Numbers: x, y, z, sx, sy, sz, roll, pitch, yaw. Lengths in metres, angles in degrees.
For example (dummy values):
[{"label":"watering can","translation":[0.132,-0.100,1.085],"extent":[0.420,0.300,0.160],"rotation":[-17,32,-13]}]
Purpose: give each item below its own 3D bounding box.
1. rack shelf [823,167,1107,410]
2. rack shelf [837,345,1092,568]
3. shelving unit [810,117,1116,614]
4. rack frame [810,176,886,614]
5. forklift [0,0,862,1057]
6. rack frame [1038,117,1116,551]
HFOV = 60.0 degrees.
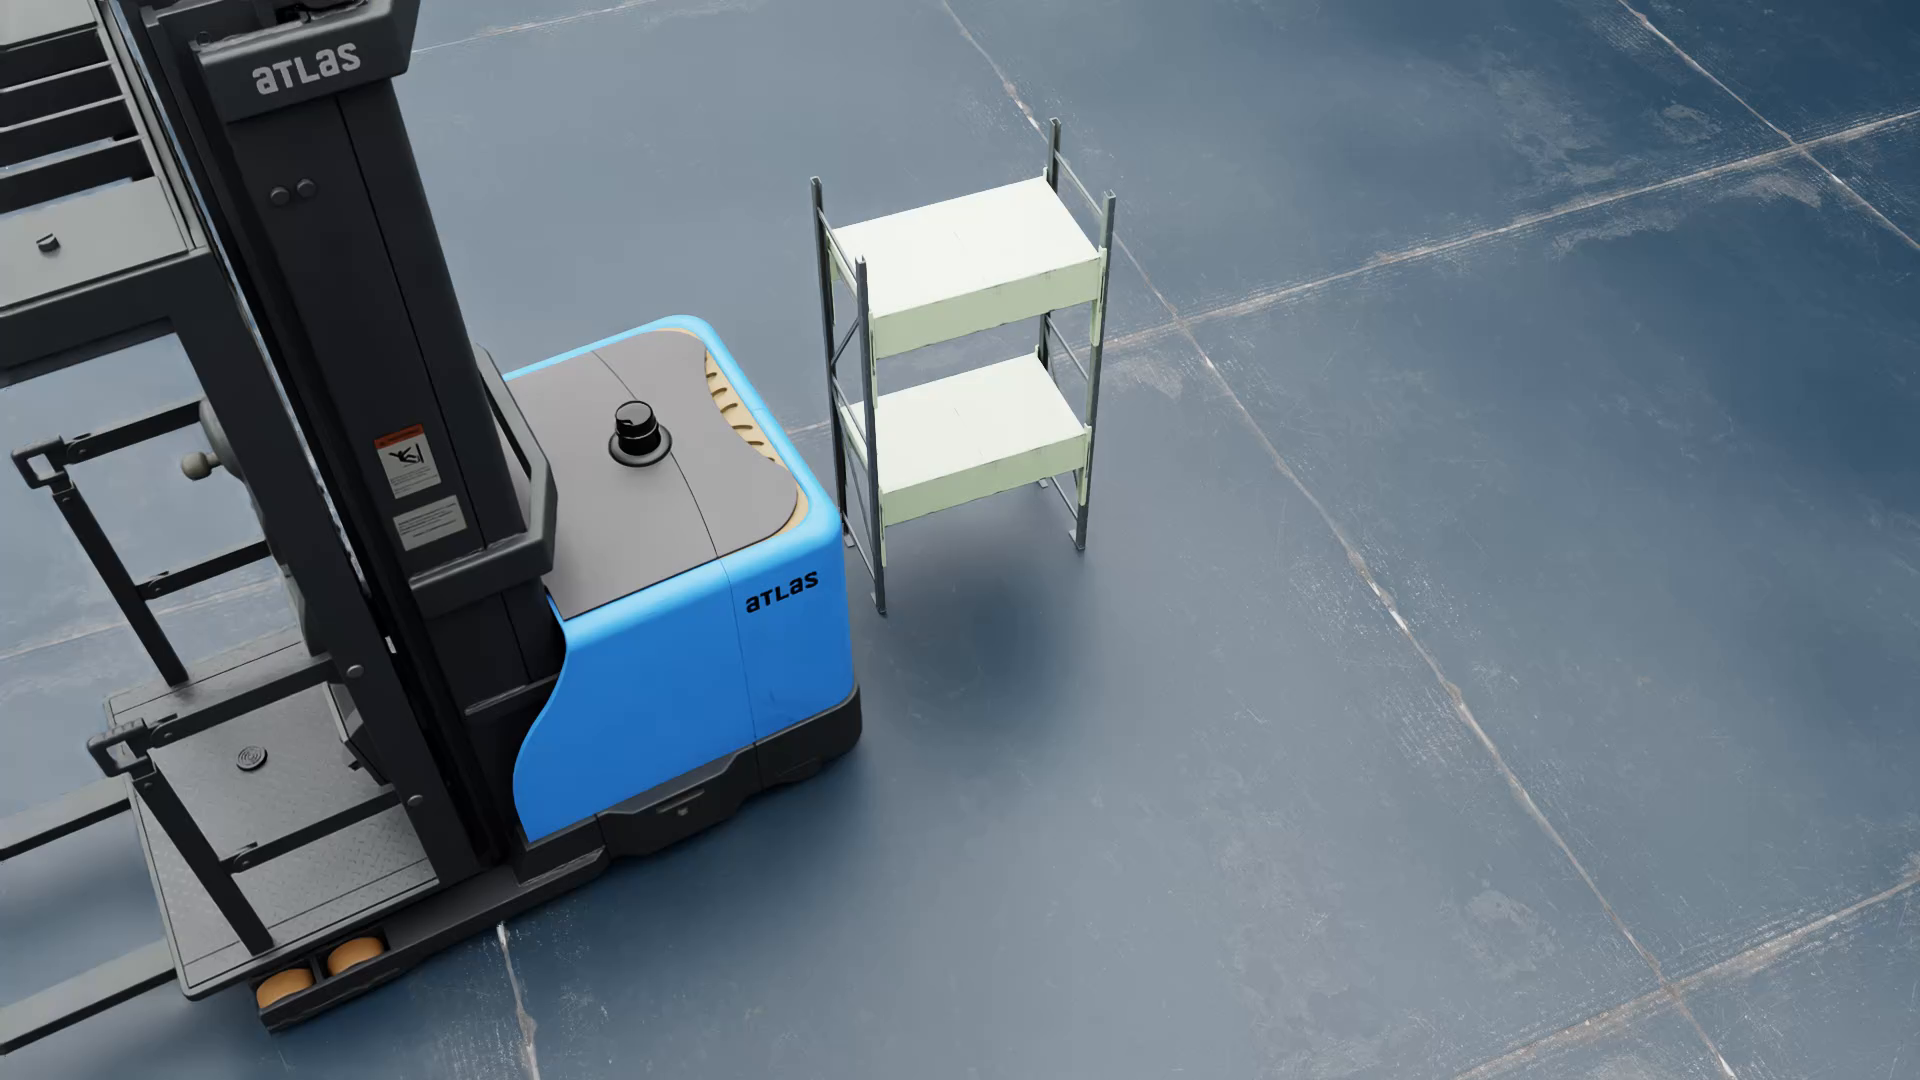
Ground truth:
[{"label":"rack shelf","translation":[0.006,-0.745,4.887],"extent":[0.720,0.370,0.431],"rotation":[-17,52,-14]},{"label":"rack shelf","translation":[0.006,-0.278,5.430],"extent":[0.720,0.370,0.431],"rotation":[-17,52,-14]},{"label":"shelving unit","translation":[0.006,-0.491,5.183],"extent":[0.755,1.500,0.431],"rotation":[-17,52,-14]},{"label":"rack frame","translation":[-0.333,-0.386,5.093],"extent":[0.023,1.500,0.400],"rotation":[-17,52,-14]},{"label":"forklift","translation":[-1.841,-0.080,3.887],"extent":[3.031,2.935,1.130],"rotation":[-23,53,-19]},{"label":"rack frame","translation":[0.345,-0.596,5.273],"extent":[0.023,1.500,0.400],"rotation":[-17,52,-14]}]
